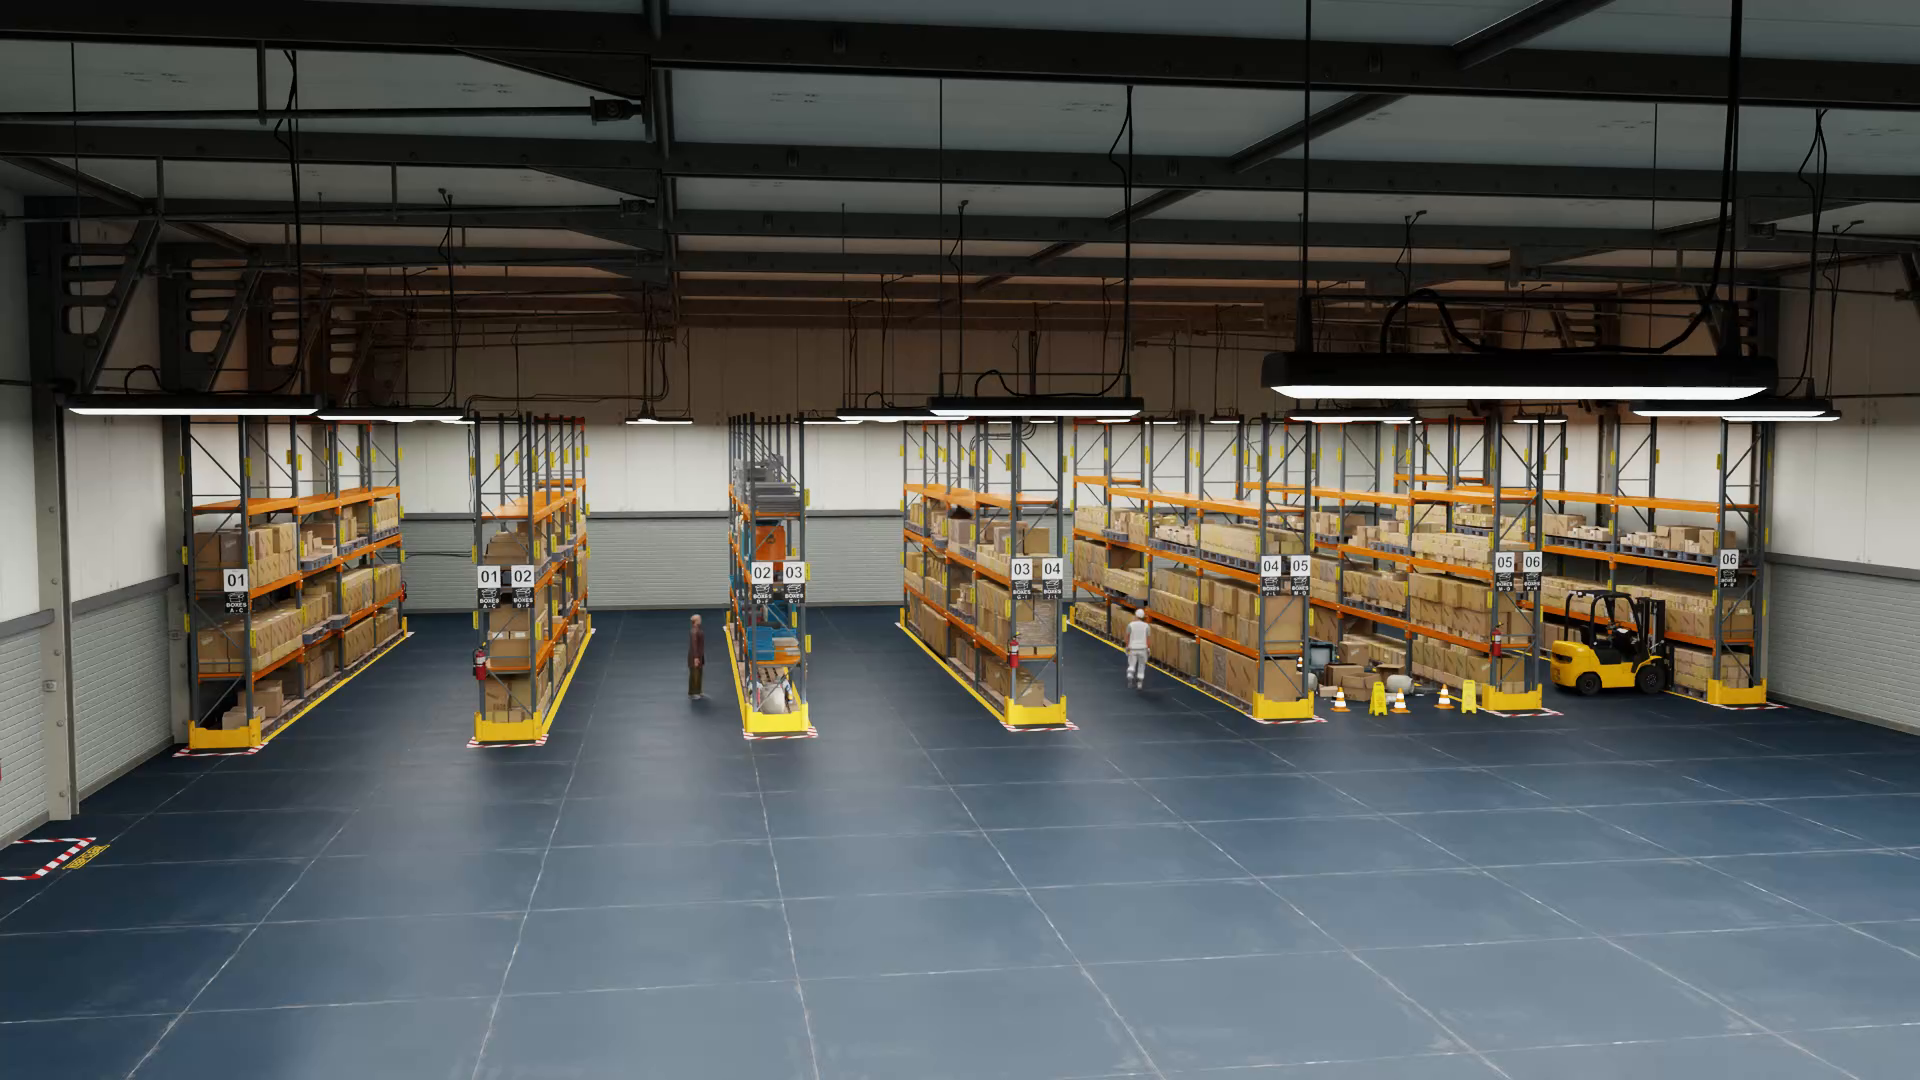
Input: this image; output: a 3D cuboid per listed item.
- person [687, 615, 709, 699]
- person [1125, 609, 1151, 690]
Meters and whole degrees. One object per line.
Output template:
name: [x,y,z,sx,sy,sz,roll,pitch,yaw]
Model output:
person: [-5.530,2.454,34.935,0.398,1.793,0.602,0,4,6]
person: [3.845,2.378,36.029,0.556,1.775,0.725,2,4,24]
